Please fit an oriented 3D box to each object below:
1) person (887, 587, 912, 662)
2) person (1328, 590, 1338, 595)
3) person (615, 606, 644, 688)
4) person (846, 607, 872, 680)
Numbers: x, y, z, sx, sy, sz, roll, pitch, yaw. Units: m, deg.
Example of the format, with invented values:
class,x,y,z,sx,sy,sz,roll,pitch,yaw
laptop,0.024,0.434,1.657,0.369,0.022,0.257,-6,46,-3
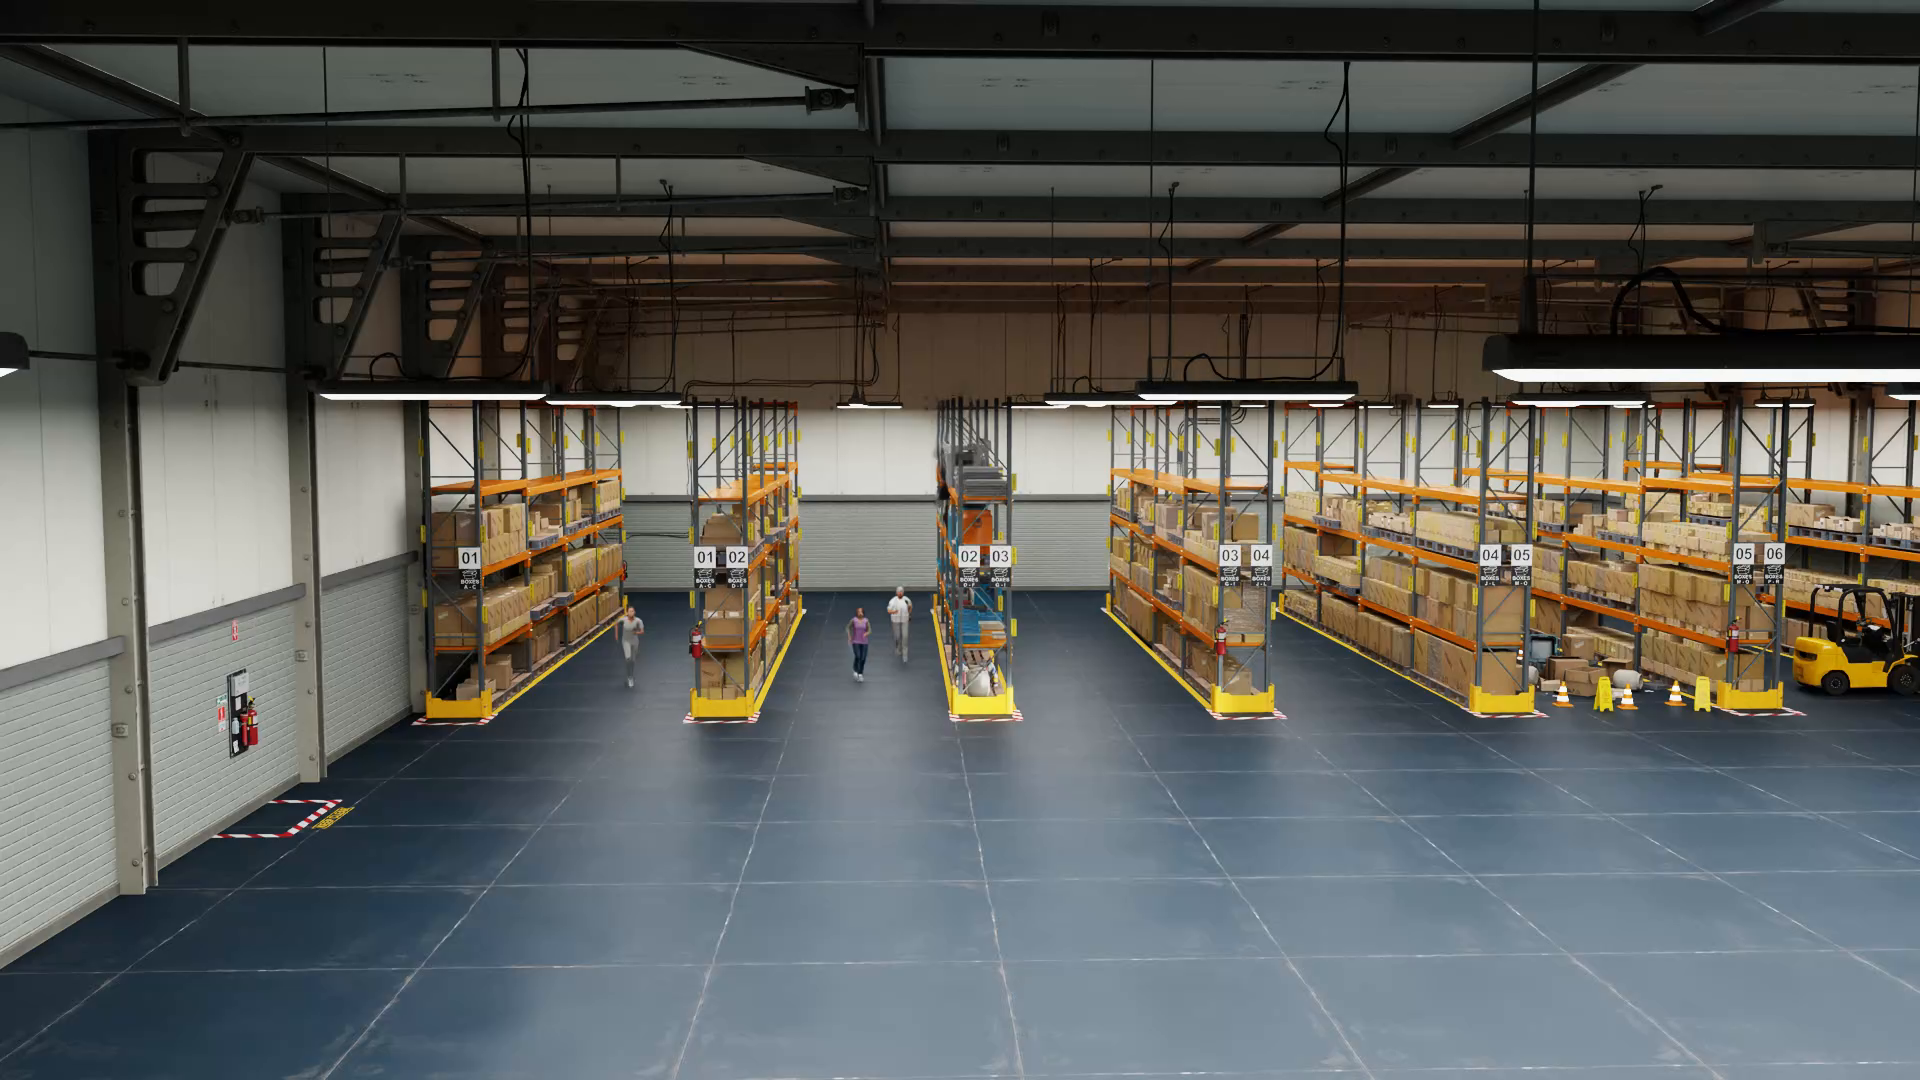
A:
class,x,y,z,sx,sy,sz,roll,pitch,yaw
person,-1.382,1.919,38.392,0.604,1.678,0.893,-1,4,-7
person,11.227,1.032,49.604,0.612,1.721,0.659,-2,5,-20
person,-6.912,2.207,34.831,0.586,1.693,0.833,-1,5,-15
person,-2.128,2.203,35.256,0.519,1.567,0.624,-1,5,-14
